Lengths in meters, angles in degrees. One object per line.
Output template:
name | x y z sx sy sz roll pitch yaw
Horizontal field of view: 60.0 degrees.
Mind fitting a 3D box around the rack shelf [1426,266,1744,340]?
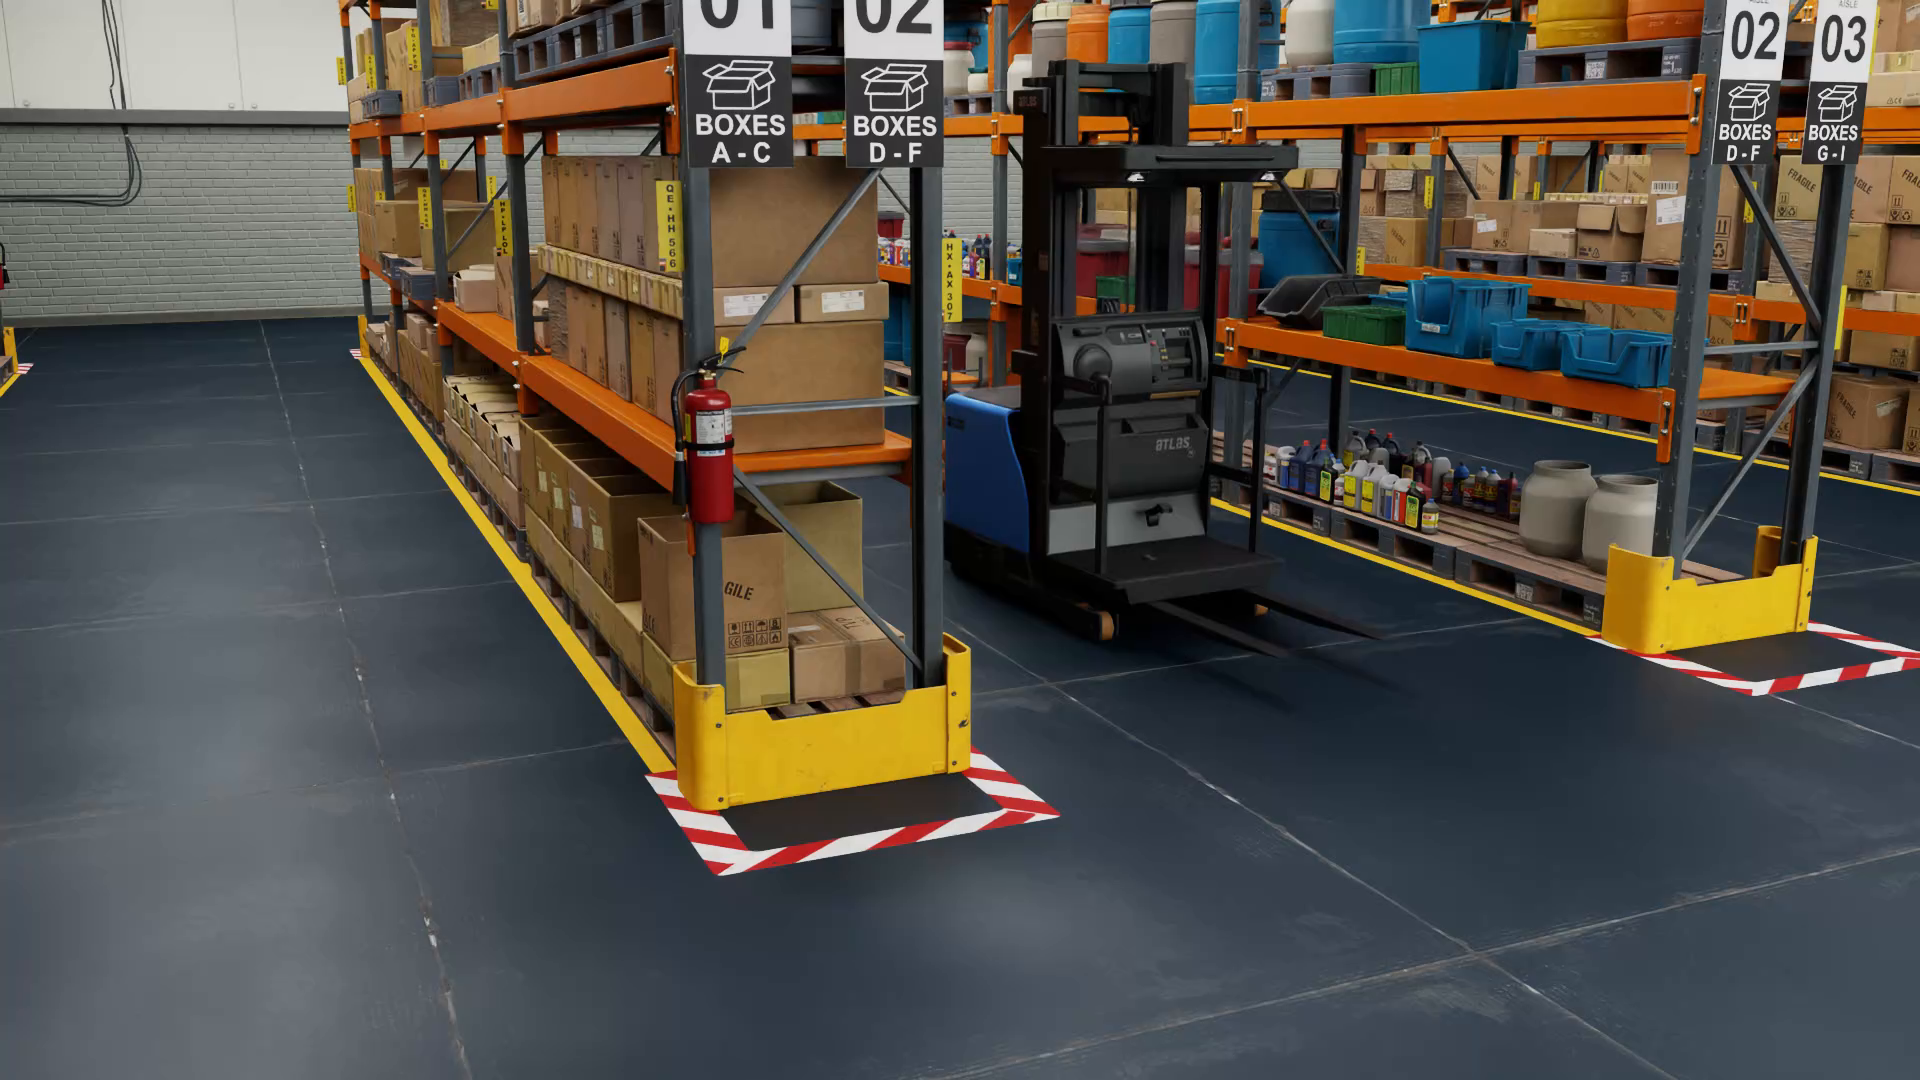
rack shelf | 6.125 -2.294 15.723 1.077 0.370 4.000 -6 14 -23

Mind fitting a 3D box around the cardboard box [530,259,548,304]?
cardboard box | -2.656 -1.655 11.145 0.500 0.500 0.500 -5 14 -19

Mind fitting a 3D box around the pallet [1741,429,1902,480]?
pallet | 7.227 -0.737 13.585 1.003 0.211 1.213 -6 14 -23

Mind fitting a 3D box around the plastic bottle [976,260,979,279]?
plastic bottle | 0.203 -2.584 15.821 0.097 0.201 0.097 0 13 0

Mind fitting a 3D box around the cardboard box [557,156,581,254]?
cardboard box | -1.765 -1.822 8.992 0.700 0.500 0.500 -6 14 -23

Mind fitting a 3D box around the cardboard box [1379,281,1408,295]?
cardboard box | 5.066 -2.371 18.244 1.225 0.875 0.875 -6 14 -26

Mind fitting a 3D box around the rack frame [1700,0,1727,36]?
rack frame | 3.990 -3.880 7.677 1.000 3.000 0.127 -6 14 -23

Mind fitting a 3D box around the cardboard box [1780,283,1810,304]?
cardboard box | 6.825 -1.984 13.347 0.380 0.149 0.250 -6 14 -23

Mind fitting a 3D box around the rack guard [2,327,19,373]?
rack guard | -11.506 -2.155 19.073 1.175 0.500 0.348 -6 14 -23

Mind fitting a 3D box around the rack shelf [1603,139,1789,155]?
rack shelf | 12.000 -6.303 26.394 1.077 0.370 4.000 -6 14 -23

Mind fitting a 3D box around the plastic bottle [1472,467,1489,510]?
plastic bottle | 3.372 -0.336 10.746 0.097 0.271 0.097 0 13 0

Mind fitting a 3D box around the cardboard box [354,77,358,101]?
cardboard box | -6.592 -5.112 18.875 0.500 0.250 0.500 -6 14 -23

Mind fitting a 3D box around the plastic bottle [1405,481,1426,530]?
plastic bottle | 2.789 -0.210 10.175 0.061 0.283 0.133 -5 14 -22

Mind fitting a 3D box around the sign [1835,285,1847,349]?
sign | 4.496 -1.141 8.533 0.100 0.325 0.005 -6 14 -23

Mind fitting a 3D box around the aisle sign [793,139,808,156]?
aisle sign | -2.180 -5.571 22.521 0.394 0.787 0.004 -6 14 -23

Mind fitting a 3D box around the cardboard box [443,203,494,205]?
cardboard box | -4.593 -2.884 15.524 0.700 0.500 0.500 -10 16 -37

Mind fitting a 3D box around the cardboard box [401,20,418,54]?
cardboard box | -4.686 -4.367 15.059 0.600 0.600 0.600 -6 14 -25

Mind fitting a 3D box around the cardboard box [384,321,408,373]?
cardboard box | -5.845 -2.078 17.765 0.500 0.500 0.500 -6 14 -23

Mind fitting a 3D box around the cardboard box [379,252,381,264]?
cardboard box | -6.000 -3.225 17.930 0.500 0.500 0.500 -5 14 -21

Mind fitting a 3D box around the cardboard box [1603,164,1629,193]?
cardboard box | 11.130 -6.016 27.772 0.500 0.500 0.500 -6 14 -24

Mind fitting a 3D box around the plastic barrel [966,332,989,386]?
plastic barrel | 0.266 -1.811 16.627 0.421 0.512 0.421 0 13 0

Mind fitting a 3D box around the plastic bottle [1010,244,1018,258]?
plastic bottle | 0.556 -2.863 16.873 0.097 0.271 0.097 0 13 0

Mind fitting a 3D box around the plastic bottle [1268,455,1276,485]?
plastic bottle | 2.195 -0.487 11.552 0.097 0.201 0.097 0 13 0

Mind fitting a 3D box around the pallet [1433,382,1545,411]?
pallet | 5.635 -1.537 17.044 1.003 0.211 1.213 -6 14 -23

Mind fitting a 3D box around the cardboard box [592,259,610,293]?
cardboard box | -1.599 -1.309 8.213 0.380 0.149 0.250 -6 14 -23

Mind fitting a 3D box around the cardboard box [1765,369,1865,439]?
cardboard box | 7.049 -1.131 13.718 0.500 0.500 0.500 -6 14 -25

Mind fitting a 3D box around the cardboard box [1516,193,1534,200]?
cardboard box | 7.854 -4.579 23.120 0.500 0.500 0.500 -6 14 -23

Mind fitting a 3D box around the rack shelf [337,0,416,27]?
rack shelf | -6.158 -5.974 18.326 1.077 0.370 4.000 -6 14 -23

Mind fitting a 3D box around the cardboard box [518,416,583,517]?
cardboard box | -2.254 -0.443 9.636 0.500 0.500 0.500 -6 14 -23

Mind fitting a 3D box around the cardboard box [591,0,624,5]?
cardboard box | -1.253 -2.386 6.964 0.500 0.250 0.500 -6 14 -23

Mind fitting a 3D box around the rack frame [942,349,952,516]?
rack frame | -0.164 -0.669 11.100 0.240 1.200 0.015 -6 14 -23

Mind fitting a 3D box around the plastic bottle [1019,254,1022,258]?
plastic bottle | 0.616 -2.712 16.377 0.097 0.201 0.097 0 13 0

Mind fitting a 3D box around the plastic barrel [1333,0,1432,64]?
plastic barrel | 2.688 -3.478 10.551 0.600 0.901 0.708 -6 14 -23

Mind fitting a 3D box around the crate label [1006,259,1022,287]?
crate label | 0.611 -2.407 14.991 0.303 0.233 0.416 -6 14 -23

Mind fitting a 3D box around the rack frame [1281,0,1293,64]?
rack frame | 3.721 -6.806 20.321 1.000 3.000 0.127 -6 14 -23

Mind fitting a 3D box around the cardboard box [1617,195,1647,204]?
cardboard box | 8.562 -4.293 21.072 0.380 0.149 0.250 -5 14 -21

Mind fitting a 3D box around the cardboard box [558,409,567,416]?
cardboard box | -2.494 -0.794 11.570 0.500 0.311 0.500 -6 14 -25

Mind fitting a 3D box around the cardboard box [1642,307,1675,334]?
cardboard box | 8.974 -2.799 20.923 0.500 0.500 0.500 -6 14 -25

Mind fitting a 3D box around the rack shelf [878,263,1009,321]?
rack shelf | -0.016 -2.673 17.361 1.077 0.370 4.000 -6 14 -23

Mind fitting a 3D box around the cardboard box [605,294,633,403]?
cardboard box | -1.348 -0.976 8.215 0.700 0.500 0.500 -5 14 -21

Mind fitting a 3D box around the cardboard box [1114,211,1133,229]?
cardboard box | 2.476 -4.447 23.107 0.500 0.250 0.500 -6 14 -25

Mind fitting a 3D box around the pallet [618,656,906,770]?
pallet | -0.895 0.694 7.404 1.003 0.211 1.213 -6 14 -23

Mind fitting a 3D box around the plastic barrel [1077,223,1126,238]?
plastic barrel | 1.249 -2.608 15.183 0.600 0.536 0.708 -6 14 -23

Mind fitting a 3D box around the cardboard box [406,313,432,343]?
cardboard box | -4.986 -2.023 15.863 0.500 0.250 0.500 -6 14 -23

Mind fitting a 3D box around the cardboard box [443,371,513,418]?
cardboard box | -3.814 -1.167 13.182 0.500 0.311 0.500 -5 14 -21

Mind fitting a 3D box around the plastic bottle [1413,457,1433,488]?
plastic bottle | 3.080 -0.417 11.070 0.061 0.283 0.133 -6 14 -23

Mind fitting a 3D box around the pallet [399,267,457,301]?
pallet | -4.091 -2.204 14.164 1.213 0.211 1.003 -6 14 -23

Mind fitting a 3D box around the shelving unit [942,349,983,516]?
shelving unit | -0.066 -0.619 10.882 0.258 1.200 0.503 -6 14 -23

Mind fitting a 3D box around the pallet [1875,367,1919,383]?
pallet | 10.640 -1.705 17.767 1.003 0.211 1.213 -6 14 -23

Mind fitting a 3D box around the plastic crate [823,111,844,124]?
plastic crate | -1.264 -4.855 19.011 0.450 0.188 0.662 -6 14 -23

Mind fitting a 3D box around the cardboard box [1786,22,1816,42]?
cardboard box | 6.828 -4.053 13.918 0.797 0.503 0.637 -6 14 -26

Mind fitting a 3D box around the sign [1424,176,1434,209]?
sign | 4.816 -3.571 17.077 0.100 0.325 0.005 -6 14 -23

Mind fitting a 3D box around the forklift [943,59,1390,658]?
forklift | 1.033 -1.015 8.754 1.130 2.935 3.031 -7 15 -27

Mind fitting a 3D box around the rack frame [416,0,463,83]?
rack frame | -3.755 -5.086 12.888 1.000 3.000 0.127 -6 14 -23
